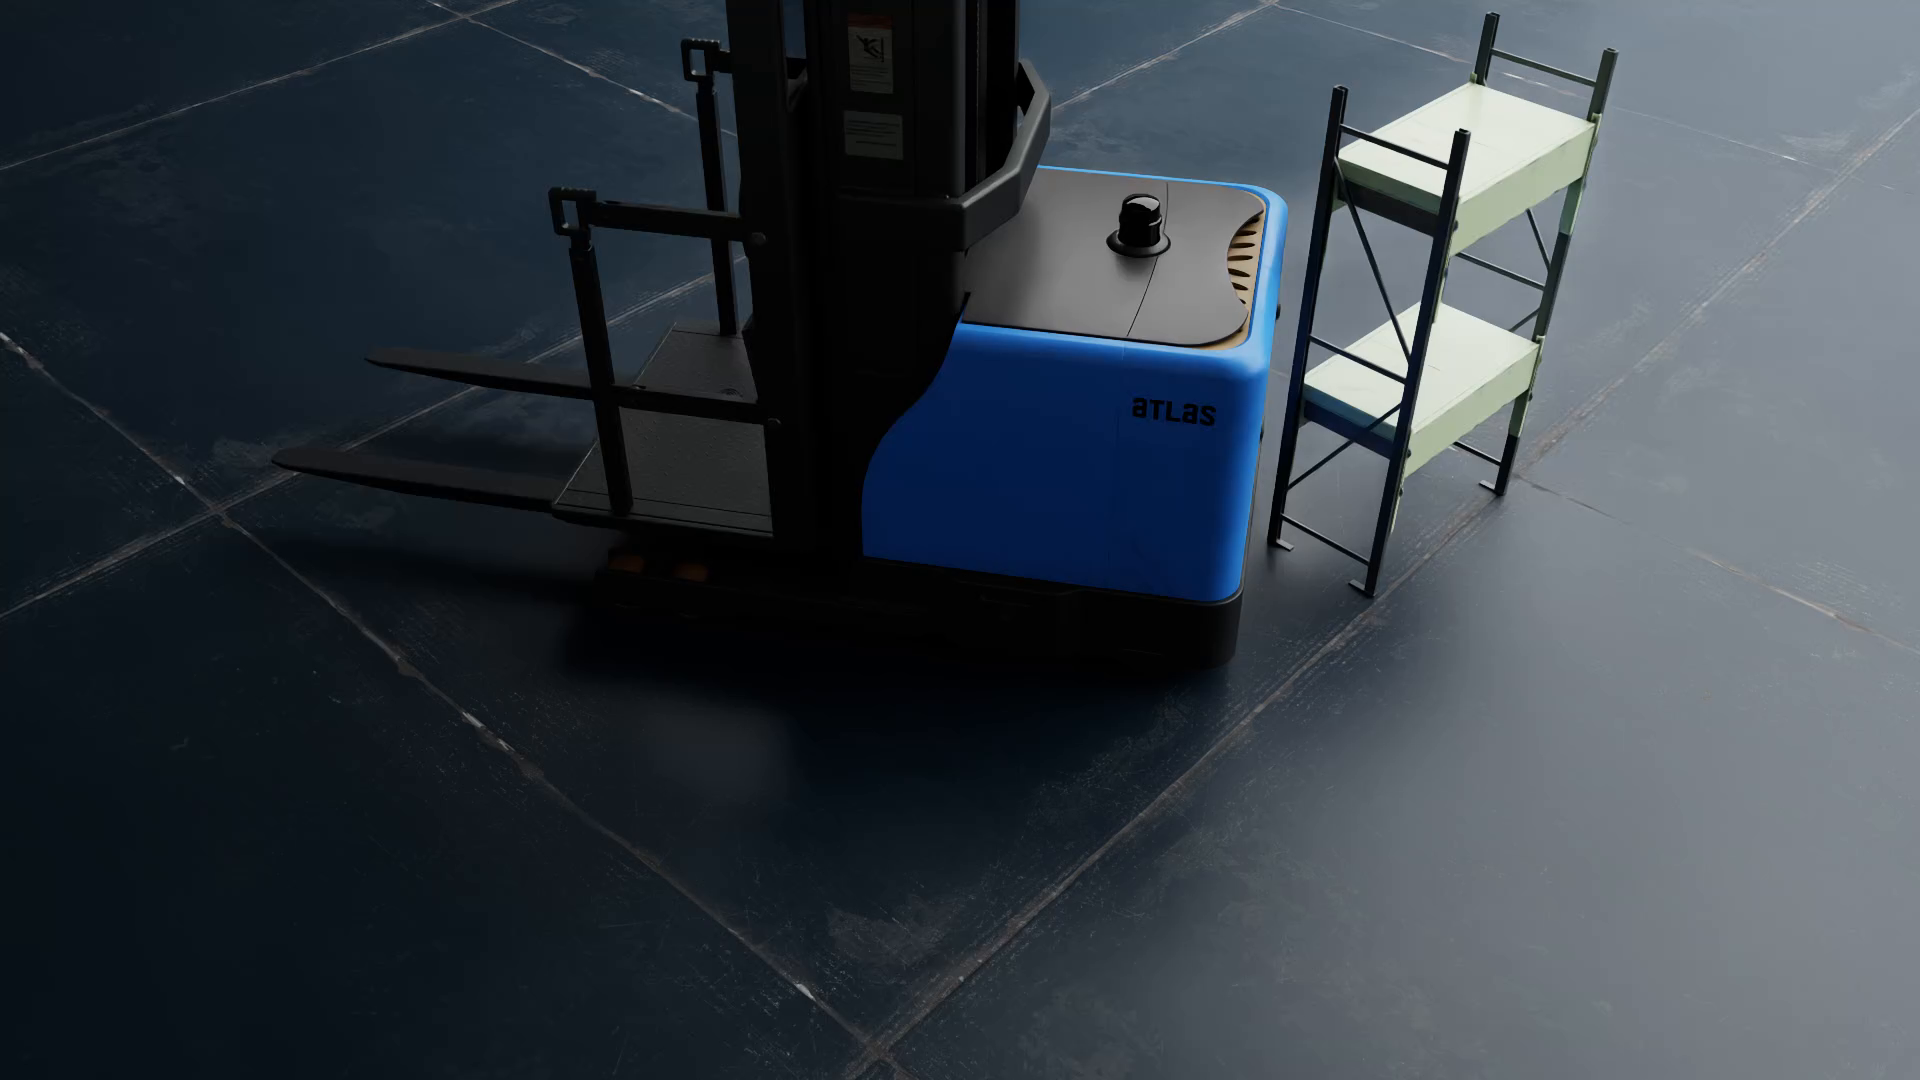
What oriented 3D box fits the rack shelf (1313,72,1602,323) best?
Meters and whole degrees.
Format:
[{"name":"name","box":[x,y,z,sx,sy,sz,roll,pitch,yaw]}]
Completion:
[{"name":"rack shelf","box":[1.379,-0.970,4.638,0.720,0.370,0.431,-31,48,-33]}]

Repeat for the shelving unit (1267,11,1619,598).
[{"name":"shelving unit","box":[1.379,-0.665,4.881,0.755,1.500,0.431,-31,48,-33]}]

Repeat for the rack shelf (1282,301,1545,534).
[{"name":"rack shelf","box":[1.379,-0.410,5.084,0.720,0.370,0.431,-31,48,-33]}]

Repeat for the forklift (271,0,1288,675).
[{"name":"forklift","box":[-0.611,-1.228,4.440,3.031,2.935,1.130,8,39,9]}]

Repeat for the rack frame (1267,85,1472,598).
[{"name":"rack frame","box":[1.117,-0.506,4.681,0.023,1.500,0.400,-31,48,-33]}]

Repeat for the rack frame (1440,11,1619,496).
[{"name":"rack frame","box":[1.641,-0.824,5.081,0.023,1.500,0.400,-31,48,-33]}]
